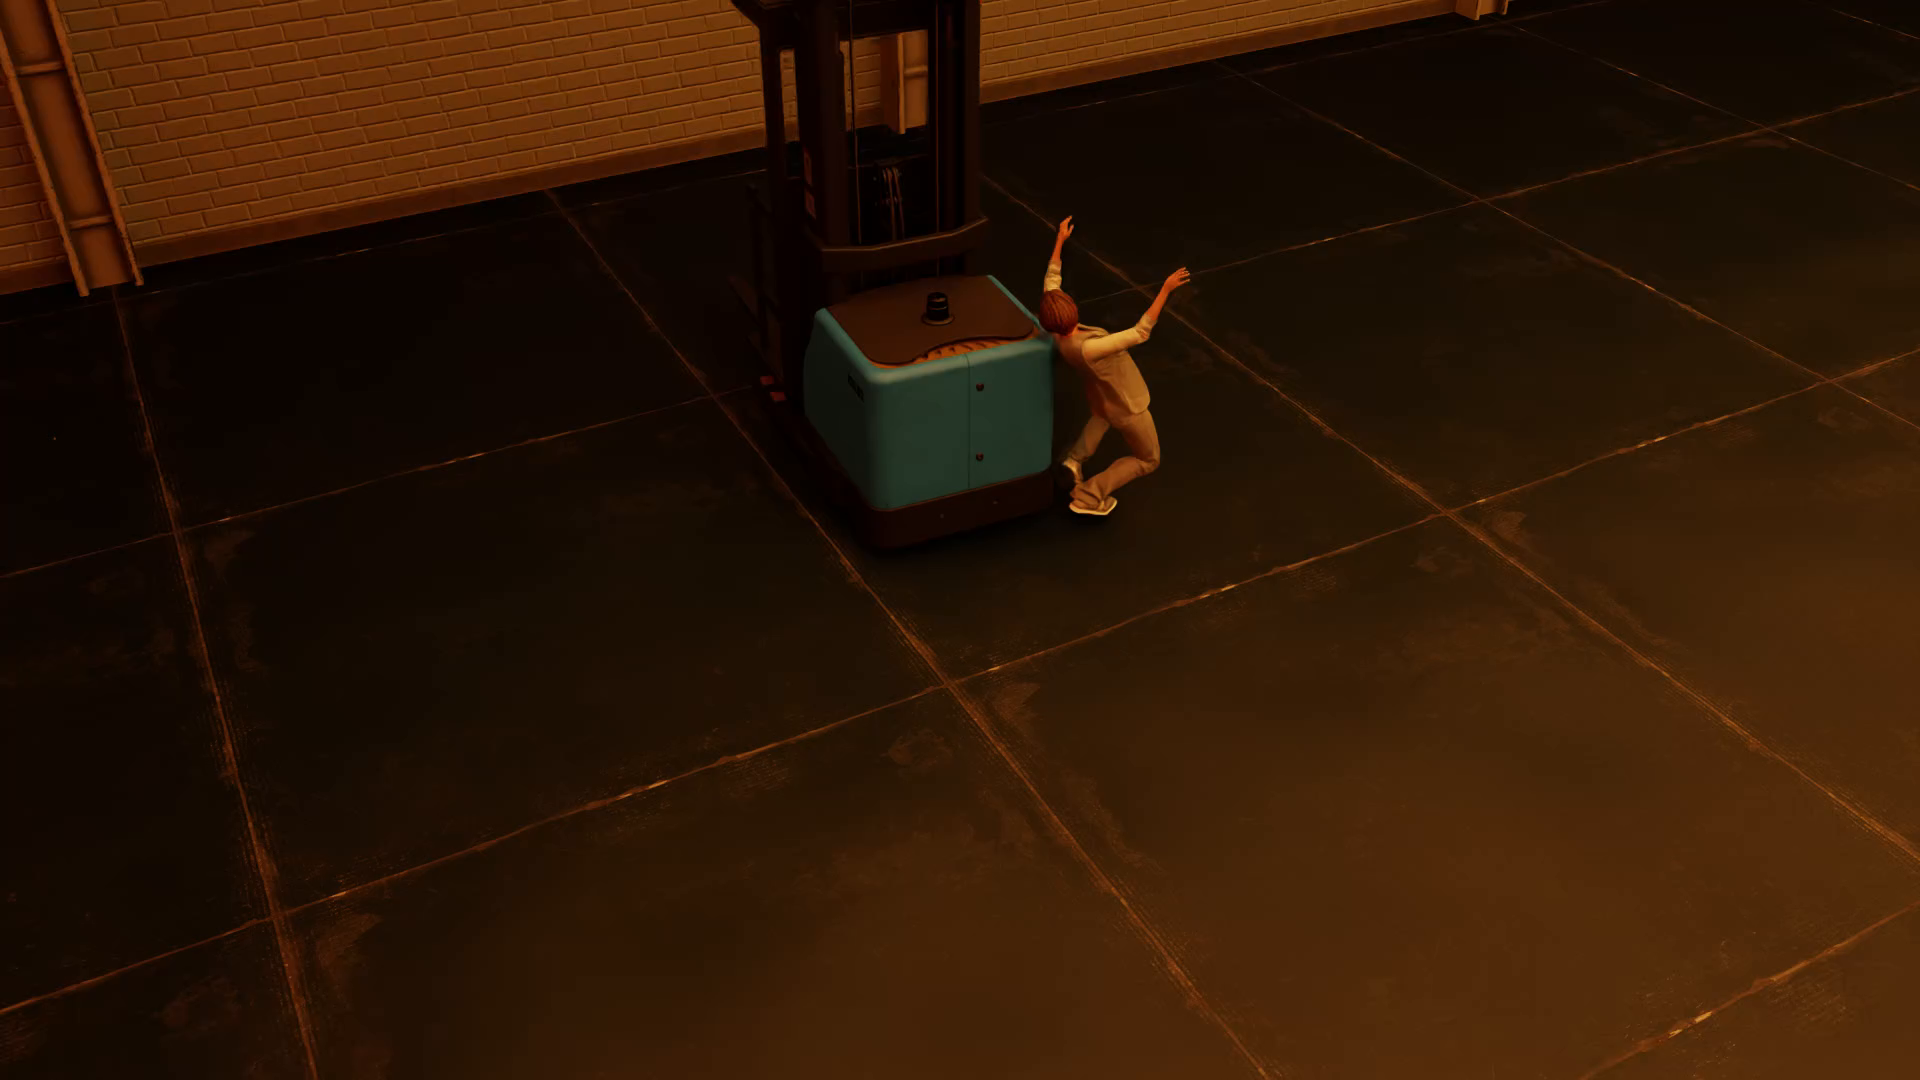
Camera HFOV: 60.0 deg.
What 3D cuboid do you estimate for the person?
[{"bbox_3d":[0.678,-0.814,8.540,0.661,1.455,0.821,-18,39,-24],"label":"person"}]

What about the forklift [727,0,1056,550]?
[{"bbox_3d":[-0.567,-1.990,8.938,1.130,2.935,3.031,-14,38,-19],"label":"forklift"}]
